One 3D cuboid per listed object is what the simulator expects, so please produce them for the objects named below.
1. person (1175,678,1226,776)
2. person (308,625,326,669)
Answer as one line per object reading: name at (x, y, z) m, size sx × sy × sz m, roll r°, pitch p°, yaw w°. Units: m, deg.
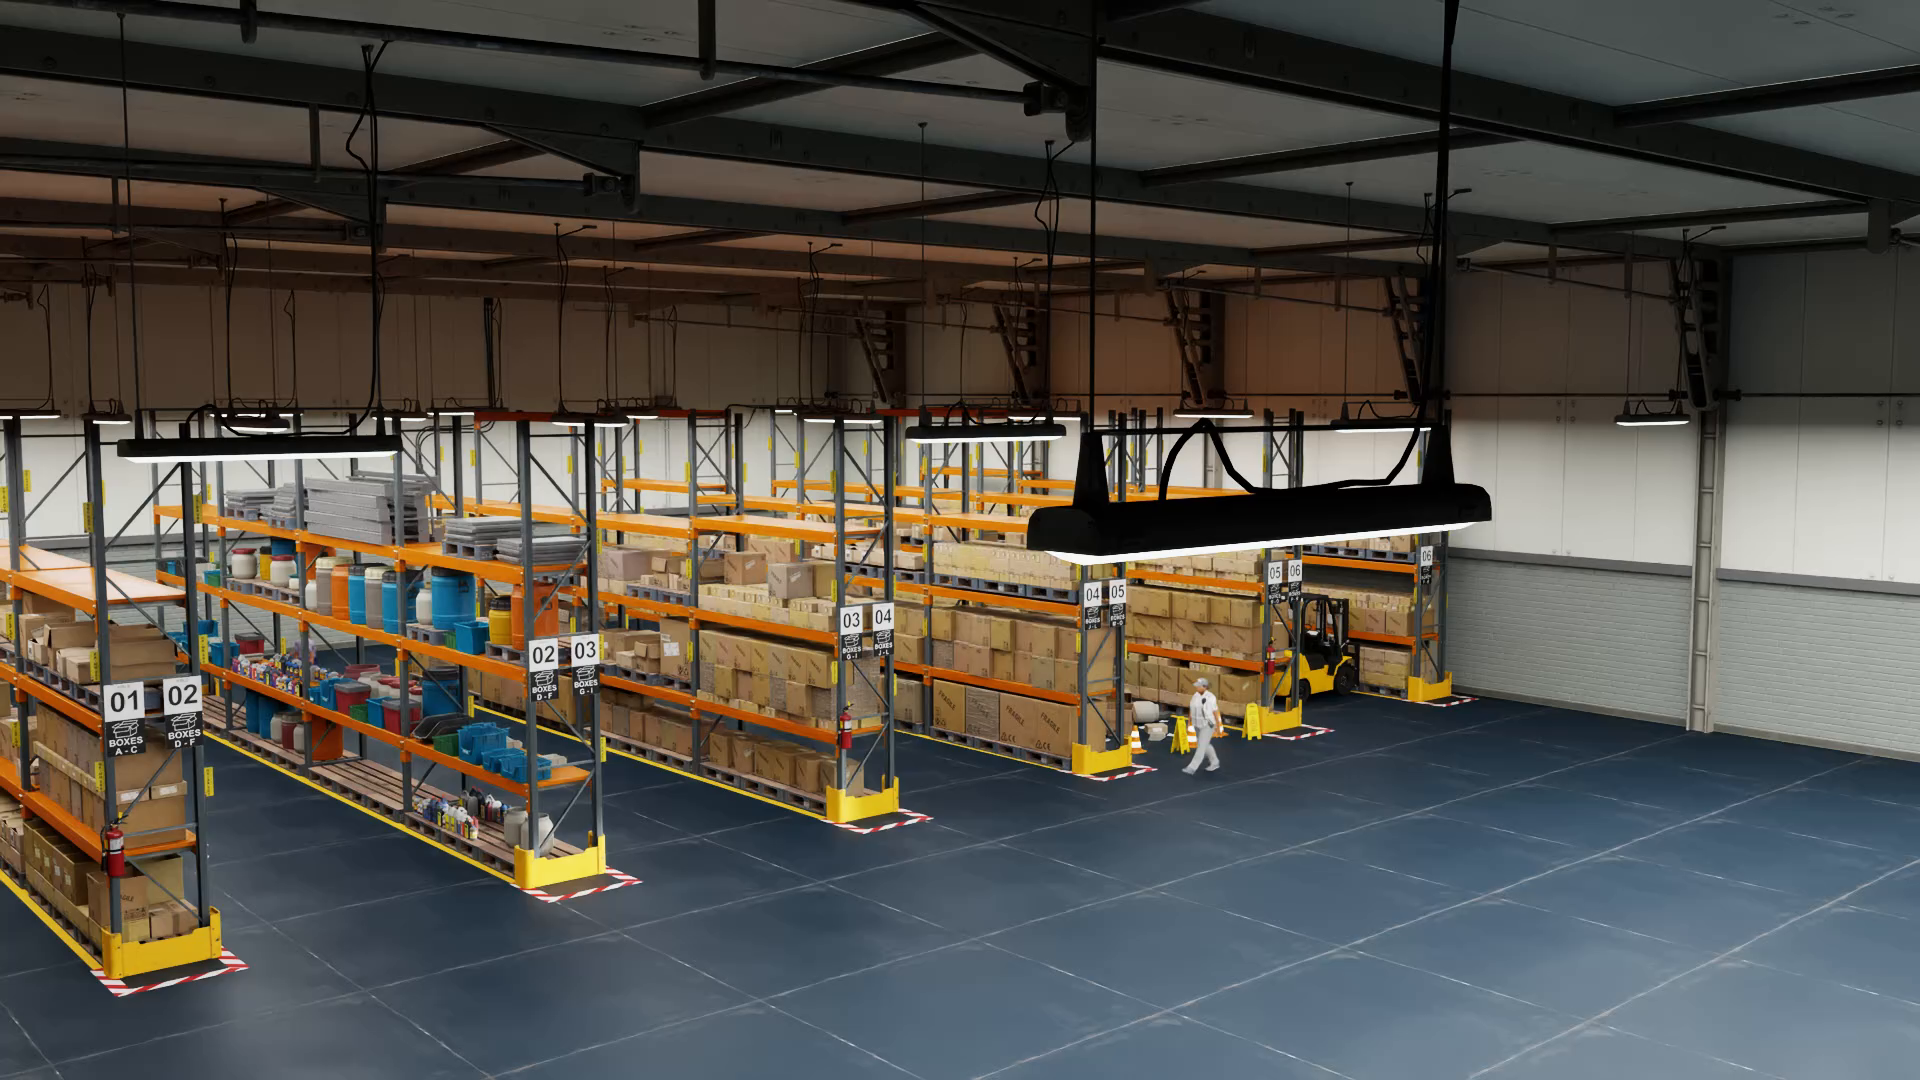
person at (4.023, 3.101, 27.713) m, size 0.973 × 1.618 × 0.490 m, roll -1°, pitch 5°, yaw -10°
person at (-13.194, 2.529, 34.000) m, size 0.450 × 1.582 × 0.992 m, roll 0°, pitch 5°, yaw 2°
